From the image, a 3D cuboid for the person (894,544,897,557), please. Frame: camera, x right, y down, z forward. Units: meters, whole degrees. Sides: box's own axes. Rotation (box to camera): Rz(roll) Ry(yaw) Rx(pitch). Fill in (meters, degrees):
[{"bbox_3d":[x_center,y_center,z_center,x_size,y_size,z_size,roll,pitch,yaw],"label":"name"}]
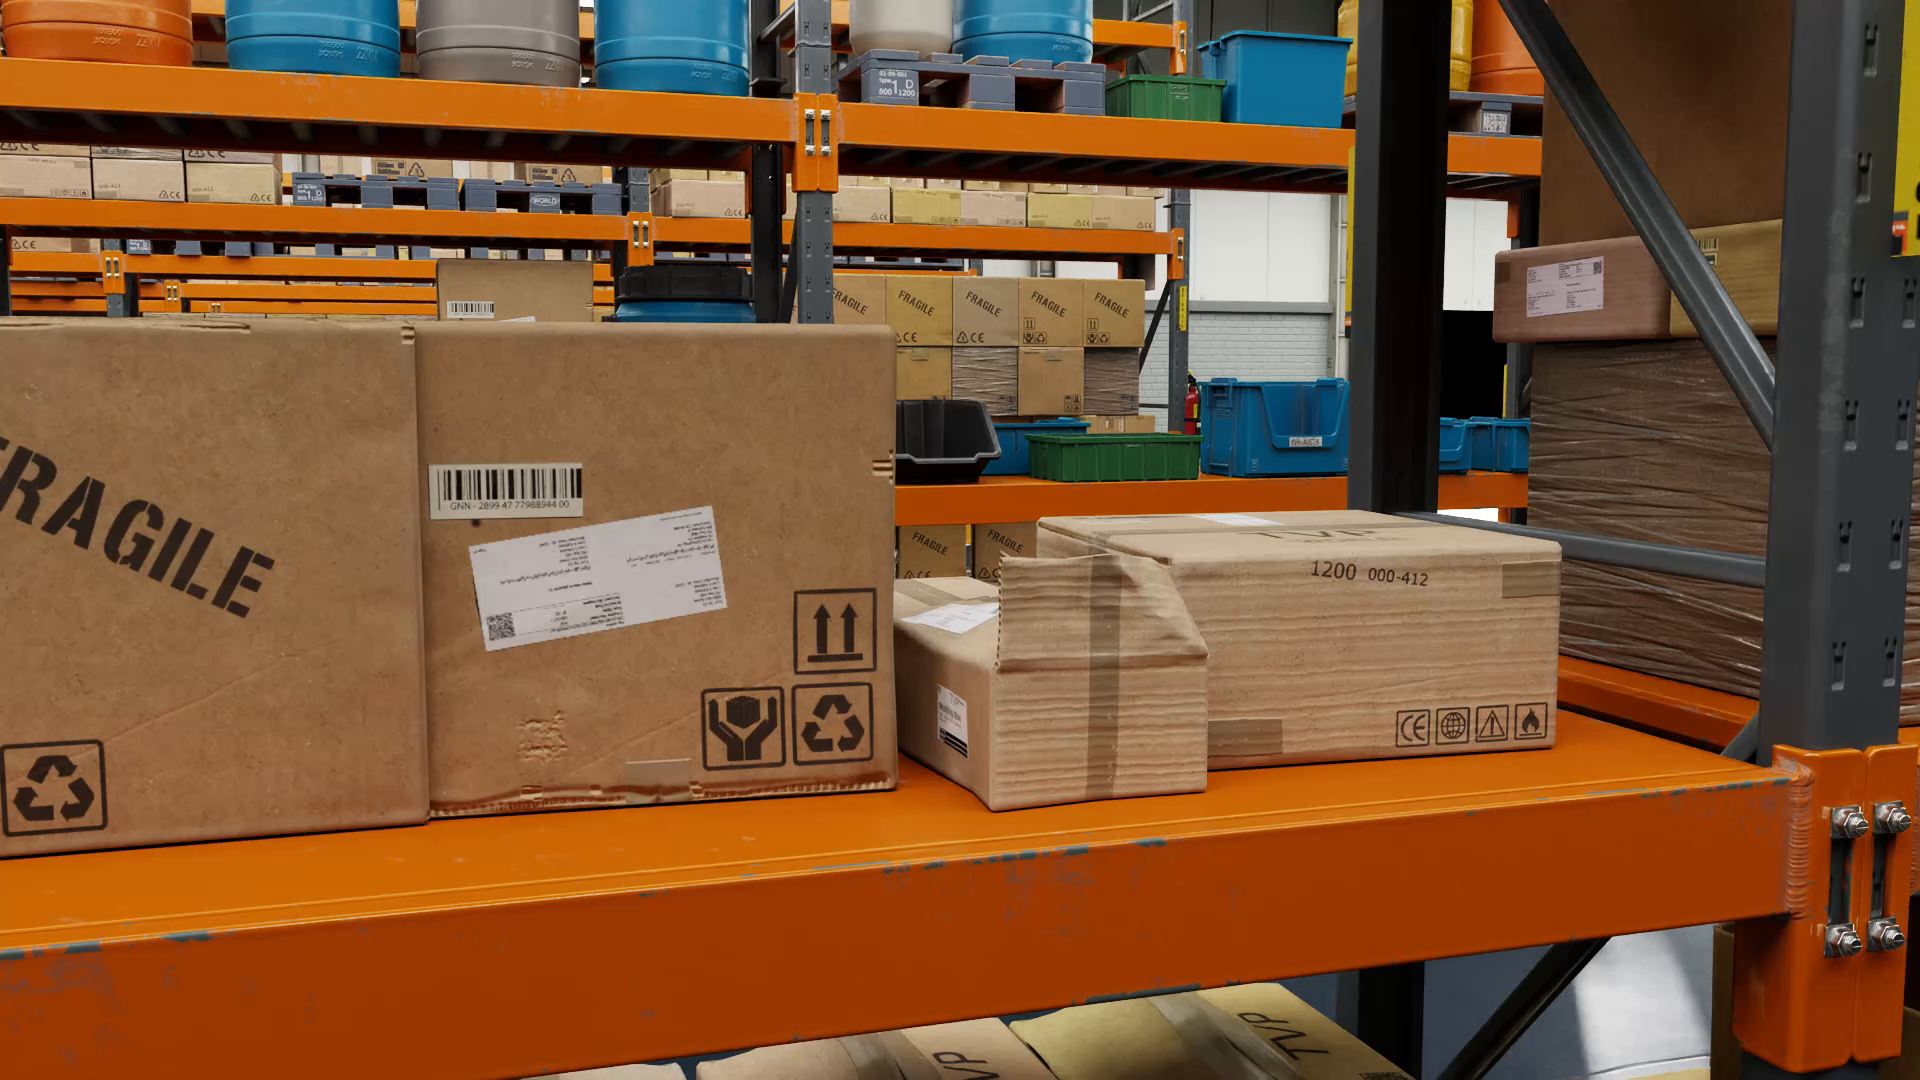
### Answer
[{"bbox_3d":[-0.818,0.368,9.135,0.949,0.956,0.528,-2,6,-21],"label":"person"}]
